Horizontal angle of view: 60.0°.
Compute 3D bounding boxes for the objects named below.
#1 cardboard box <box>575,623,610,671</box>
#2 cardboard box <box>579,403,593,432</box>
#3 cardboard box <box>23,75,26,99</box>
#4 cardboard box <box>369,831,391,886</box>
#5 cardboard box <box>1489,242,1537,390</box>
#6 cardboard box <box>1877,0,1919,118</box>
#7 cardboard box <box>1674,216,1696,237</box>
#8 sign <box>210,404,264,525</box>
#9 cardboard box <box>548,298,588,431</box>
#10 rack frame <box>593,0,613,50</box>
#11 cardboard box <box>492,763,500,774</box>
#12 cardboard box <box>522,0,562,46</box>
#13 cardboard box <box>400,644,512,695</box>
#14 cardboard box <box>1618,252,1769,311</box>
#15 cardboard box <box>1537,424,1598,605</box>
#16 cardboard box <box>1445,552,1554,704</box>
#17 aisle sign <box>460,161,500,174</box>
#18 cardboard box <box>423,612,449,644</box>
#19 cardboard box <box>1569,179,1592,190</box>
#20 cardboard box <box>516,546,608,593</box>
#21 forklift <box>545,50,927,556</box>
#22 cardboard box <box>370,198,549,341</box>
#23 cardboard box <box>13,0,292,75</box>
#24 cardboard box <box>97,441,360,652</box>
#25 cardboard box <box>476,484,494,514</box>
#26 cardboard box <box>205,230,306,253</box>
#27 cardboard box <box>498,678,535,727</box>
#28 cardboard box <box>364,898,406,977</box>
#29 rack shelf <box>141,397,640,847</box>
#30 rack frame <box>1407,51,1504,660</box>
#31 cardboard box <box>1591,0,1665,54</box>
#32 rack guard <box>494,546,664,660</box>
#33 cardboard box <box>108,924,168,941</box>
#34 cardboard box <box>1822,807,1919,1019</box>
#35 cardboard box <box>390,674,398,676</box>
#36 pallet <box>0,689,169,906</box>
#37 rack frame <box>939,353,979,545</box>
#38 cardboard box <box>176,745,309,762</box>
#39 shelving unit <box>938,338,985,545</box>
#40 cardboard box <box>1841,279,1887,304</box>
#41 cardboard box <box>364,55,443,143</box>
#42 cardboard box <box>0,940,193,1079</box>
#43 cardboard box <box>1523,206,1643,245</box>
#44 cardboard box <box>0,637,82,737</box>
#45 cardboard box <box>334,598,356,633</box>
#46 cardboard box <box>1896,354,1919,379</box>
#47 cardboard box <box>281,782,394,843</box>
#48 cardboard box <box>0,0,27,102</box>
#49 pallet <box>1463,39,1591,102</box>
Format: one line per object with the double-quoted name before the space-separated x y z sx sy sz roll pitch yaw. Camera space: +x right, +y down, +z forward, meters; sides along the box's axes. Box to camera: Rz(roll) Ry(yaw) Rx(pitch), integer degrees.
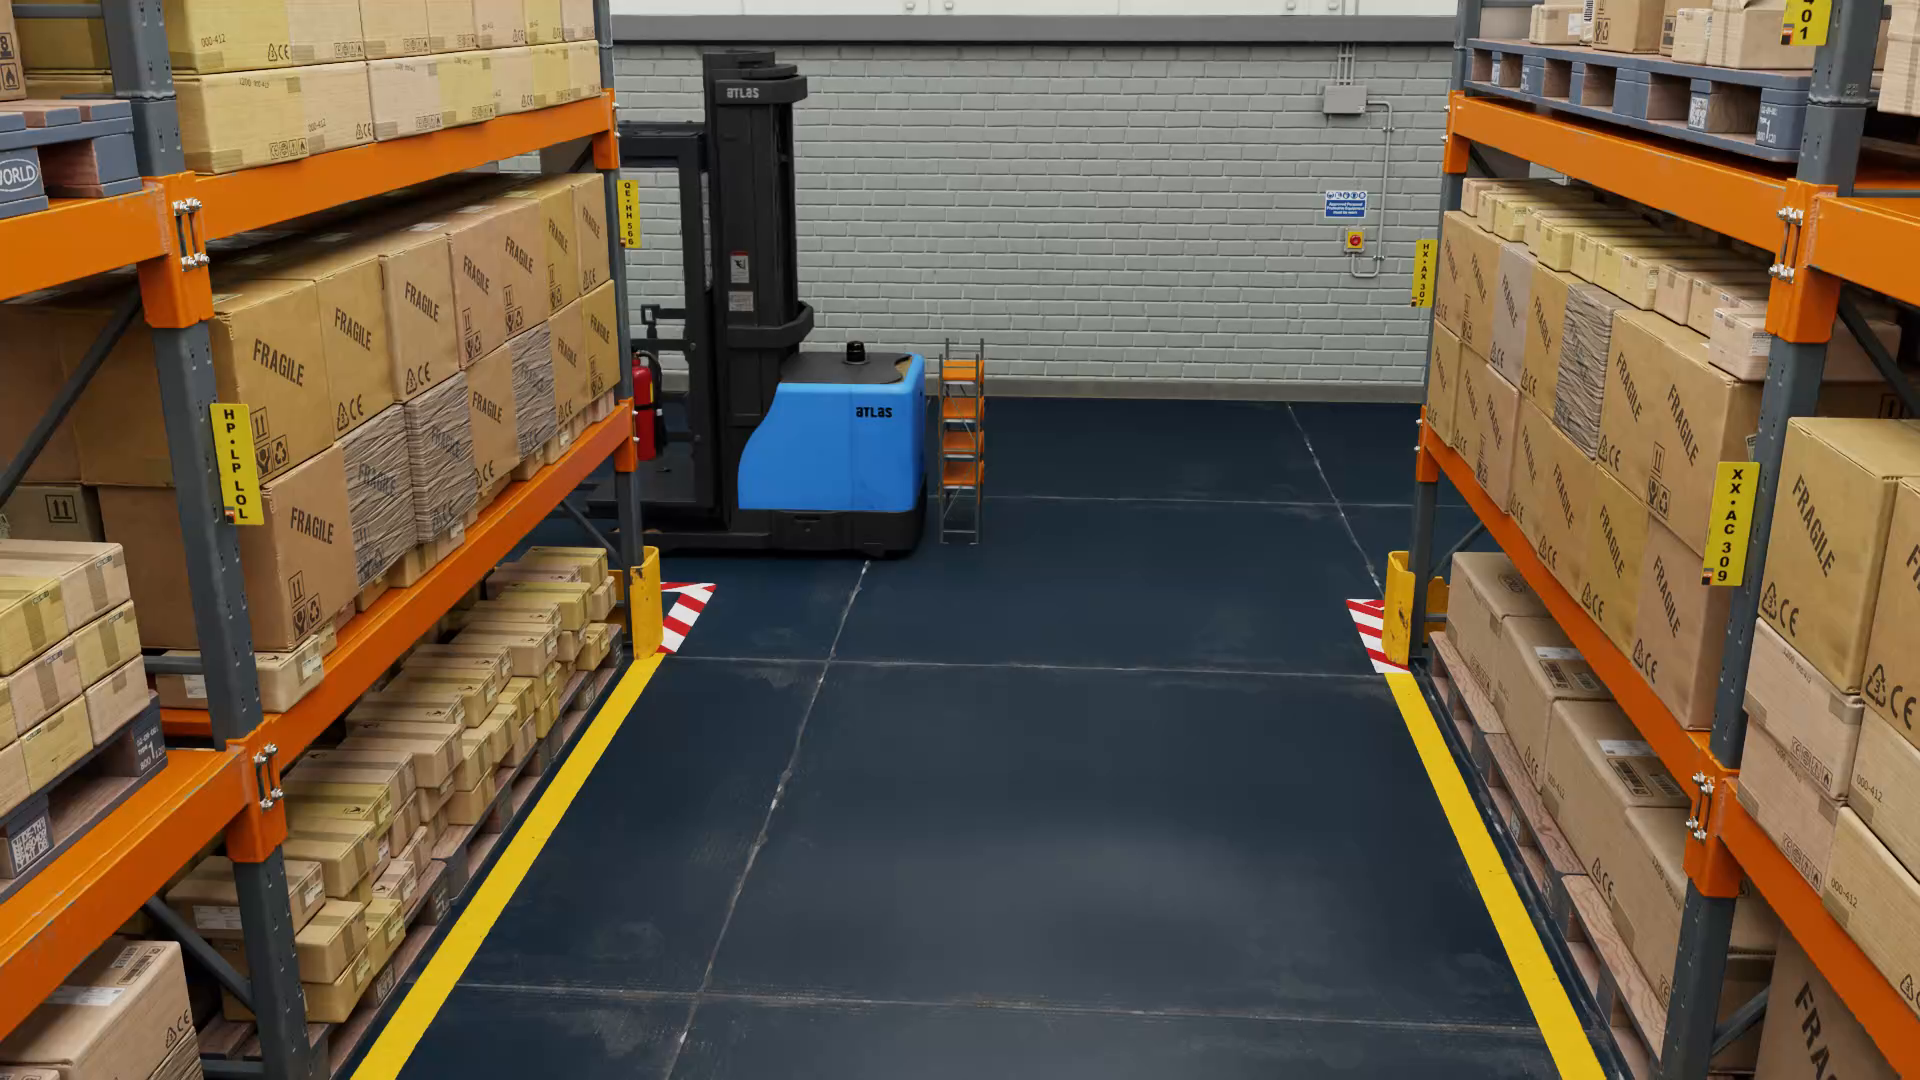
"cardboard box" -1.903 0.506 7.966 0.380 0.149 0.250 2 18 6
"cardboard box" -1.953 -0.596 7.829 0.380 0.149 0.250 1 18 4
"cardboard box" -2.677 -1.170 4.600 0.500 0.250 0.500 2 18 5
"cardboard box" -2.187 1.094 5.694 0.380 0.149 0.250 1 18 4
"cardboard box" 2.411 -0.880 6.525 0.500 0.500 0.500 1 18 3
"cardboard box" 2.117 -0.992 3.357 0.396 0.266 0.258 1 18 3
"cardboard box" 2.926 -1.138 6.271 0.380 0.149 0.250 2 18 5
"sign" -1.889 -0.196 4.346 0.100 0.325 0.005 1 18 4
"cardboard box" -1.973 -0.783 7.358 0.500 0.500 0.500 1 18 3
"rack frame" -2.156 -3.751 7.417 1.000 3.000 0.127 1 18 4
"cardboard box" -2.101 0.905 6.749 0.380 0.149 0.250 2 18 5
"cardboard box" -1.971 -2.184 6.891 0.500 0.250 0.500 1 18 2
"cardboard box" -2.083 0.546 6.888 0.380 0.149 0.250 1 18 2
"cardboard box" 2.344 -0.826 5.319 0.380 0.149 0.250 1 18 3
"cardboard box" 2.333 -0.092 5.726 0.500 0.500 0.500 1 18 3
"cardboard box" 2.841 0.405 7.811 0.875 0.438 0.875 1 18 2
"aisle sign" -2.450 -2.164 8.036 0.394 0.787 0.004 1 18 4
"cardboard box" -2.513 0.370 7.424 0.380 0.149 0.250 0 18 1
"cardboard box" 2.963 -1.536 7.484 0.380 0.149 0.250 2 18 5
"cardboard box" -1.941 0.143 8.118 0.380 0.149 0.250 1 18 5
"forklift" -1.752 -1.453 10.150 3.031 2.935 1.130 1 18 3
"cardboard box" -2.005 -1.097 6.710 0.500 0.500 0.500 2 18 7
"cardboard box" -2.169 -1.393 4.478 0.500 0.250 0.500 2 18 6
"cardboard box" -2.156 0.006 4.951 0.500 0.500 0.500 1 18 3
"cardboard box" -2.080 -0.192 6.595 0.380 0.149 0.250 2 18 5
"cardboard box" -2.596 -0.793 5.781 0.500 0.500 0.500 2 18 5
"cardboard box" -2.006 0.686 6.938 0.380 0.149 0.250 2 18 7
"cardboard box" -2.077 1.309 5.514 0.380 0.149 0.250 2 18 6
"rack shelf" -2.299 0.063 6.568 1.077 0.370 4.000 1 18 4
"rack frame" 2.789 -0.821 8.110 1.000 3.000 0.127 1 18 4
"cardboard box" 2.495 -1.918 5.646 0.500 0.500 0.500 2 18 5
"rack guard" -2.161 0.312 8.669 1.175 0.500 0.348 1 18 4
"cardboard box" -2.737 1.251 5.213 0.380 0.149 0.250 2 18 5
"cardboard box" 2.171 0.784 3.452 0.500 0.250 0.500 1 18 3
"cardboard box" -2.506 0.595 7.217 0.380 0.149 0.250 0 18 1
"pallet" -2.643 0.668 3.876 1.003 0.211 1.213 1 18 4
"rack frame" -0.006 -0.546 10.162 0.240 1.200 0.015 1 18 4
"cardboard box" -2.664 0.776 6.186 0.380 0.149 0.250 0 18 1
"shelving unit" 0.012 -0.622 10.393 0.258 1.200 0.503 1 18 4
"cardboard box" 2.762 -0.662 4.817 0.380 0.149 0.250 1 18 3
"cardboard box" -2.063 -1.467 5.505 0.500 0.250 0.500 2 18 6
"cardboard box" -2.244 1.211 4.044 0.500 0.250 0.500 1 18 2
"cardboard box" 2.439 -1.221 6.525 0.380 0.149 0.250 1 18 4
"cardboard box" -2.292 0.331 3.847 0.380 0.149 0.250 1 18 4
"cardboard box" -2.185 0.215 5.352 0.380 0.149 0.250 0 18 1
"cardboard box" 2.778 -0.243 4.582 0.500 0.500 0.500 1 18 4
"cardboard box" -2.163 0.949 5.659 0.380 0.149 0.250 1 18 3
"cardboard box" -2.579 -1.215 3.661 0.700 0.500 0.500 1 18 4
"pallet" 2.746 -1.973 6.953 1.003 0.211 1.213 1 18 4
